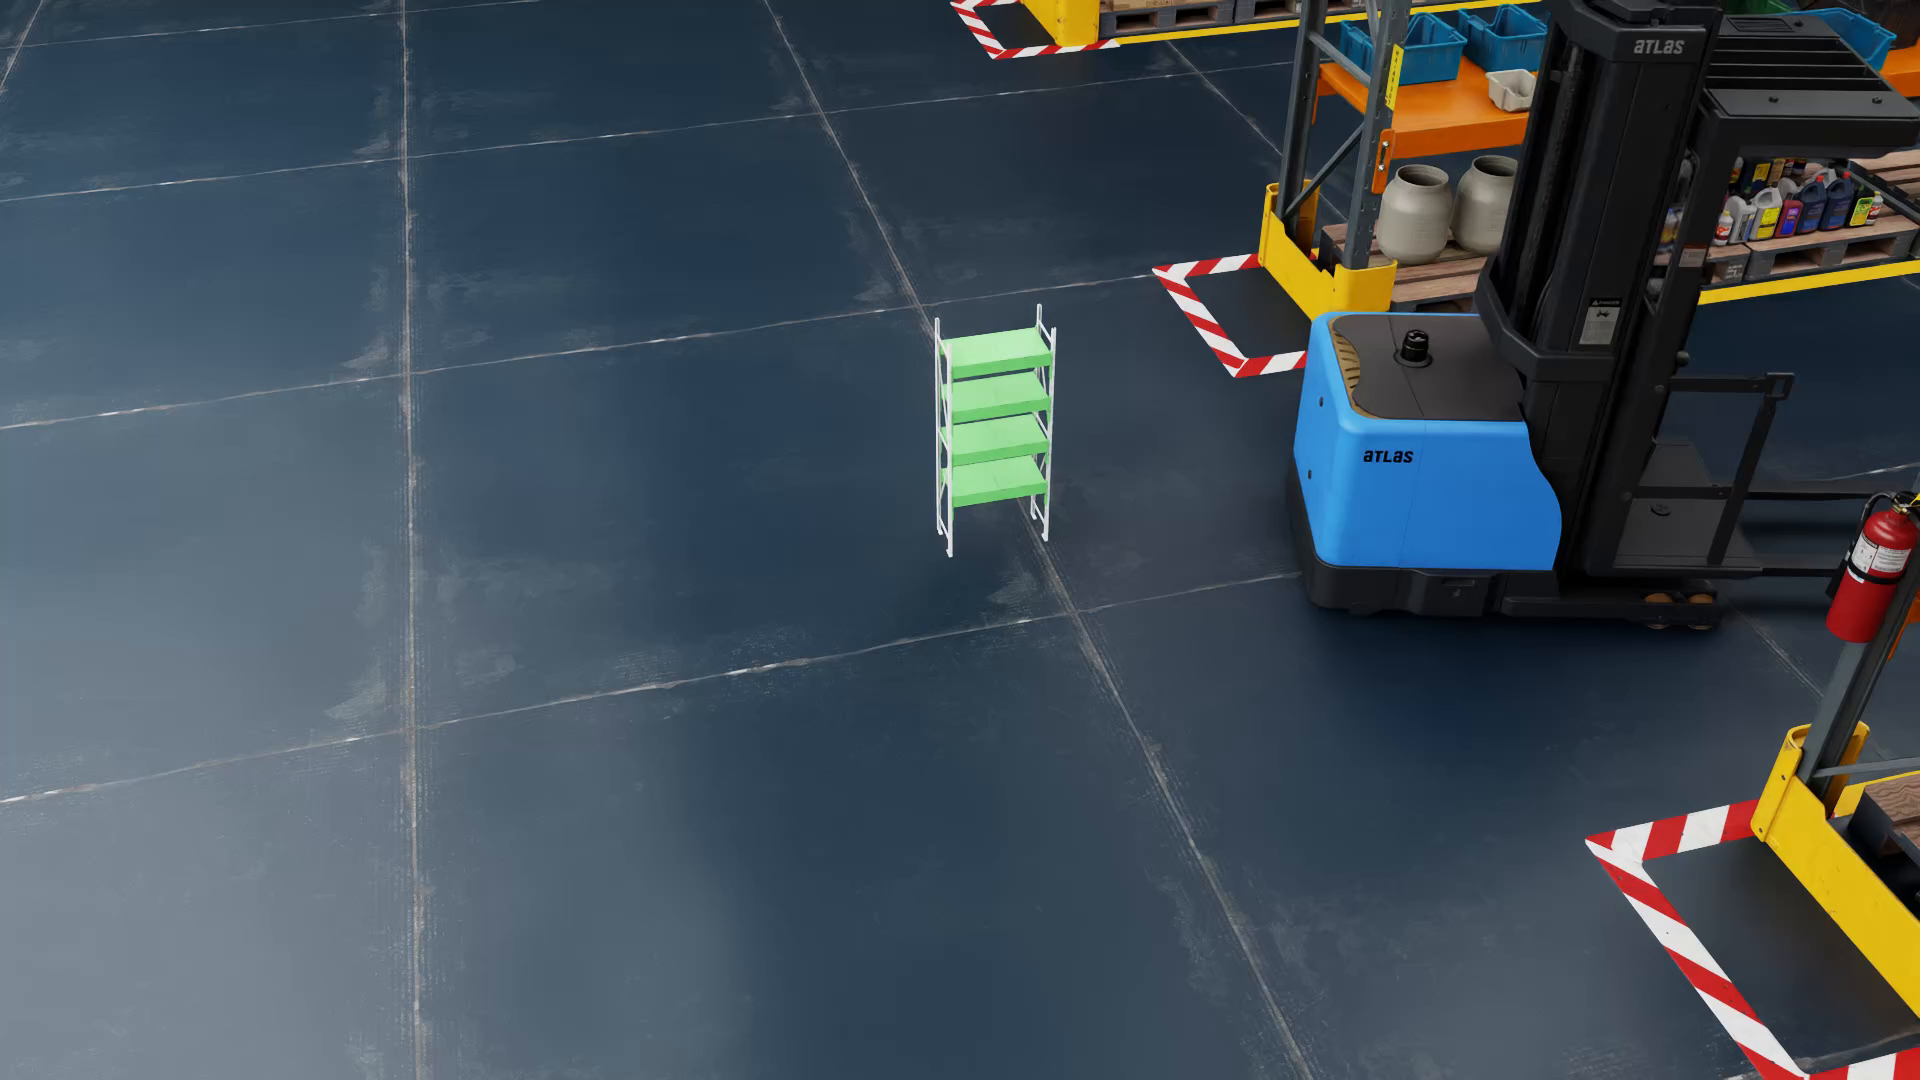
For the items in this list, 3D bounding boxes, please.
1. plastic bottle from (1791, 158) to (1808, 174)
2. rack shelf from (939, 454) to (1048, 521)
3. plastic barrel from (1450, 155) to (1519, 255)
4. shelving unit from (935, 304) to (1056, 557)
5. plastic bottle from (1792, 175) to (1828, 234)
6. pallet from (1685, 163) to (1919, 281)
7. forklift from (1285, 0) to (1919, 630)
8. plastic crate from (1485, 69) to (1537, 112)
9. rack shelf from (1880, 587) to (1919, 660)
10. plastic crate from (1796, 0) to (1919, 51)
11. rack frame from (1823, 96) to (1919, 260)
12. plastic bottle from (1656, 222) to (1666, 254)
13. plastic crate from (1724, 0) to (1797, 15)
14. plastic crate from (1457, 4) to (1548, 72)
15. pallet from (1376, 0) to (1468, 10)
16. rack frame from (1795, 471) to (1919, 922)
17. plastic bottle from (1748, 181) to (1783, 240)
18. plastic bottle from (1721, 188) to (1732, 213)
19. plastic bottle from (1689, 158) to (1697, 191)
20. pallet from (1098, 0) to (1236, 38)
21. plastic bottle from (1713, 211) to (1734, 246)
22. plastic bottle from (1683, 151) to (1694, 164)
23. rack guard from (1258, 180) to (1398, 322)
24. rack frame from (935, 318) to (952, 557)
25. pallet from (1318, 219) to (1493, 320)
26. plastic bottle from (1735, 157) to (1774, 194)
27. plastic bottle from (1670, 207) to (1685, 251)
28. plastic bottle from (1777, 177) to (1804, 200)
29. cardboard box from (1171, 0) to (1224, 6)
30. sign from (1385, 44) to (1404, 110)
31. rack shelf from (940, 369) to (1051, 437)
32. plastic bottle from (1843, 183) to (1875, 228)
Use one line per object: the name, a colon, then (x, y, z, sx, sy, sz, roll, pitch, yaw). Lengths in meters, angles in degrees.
plastic bottle: (5.570, -2.565, 10.997, 0.097, 0.271, 0.097, 0, 37, 0)
rack shelf: (0.160, -0.261, 8.084, 0.480, 0.148, 0.258, -9, 38, -12)
plastic barrel: (3.230, -2.040, 10.130, 0.421, 0.512, 0.421, 0, 37, 0)
shelving unit: (0.160, -0.503, 7.899, 0.503, 1.200, 0.258, -9, 38, -12)
plastic bottle: (5.260, -2.088, 10.308, 0.185, 0.351, 0.144, -11, 39, -14)
pallet: (5.333, -2.077, 10.771, 1.213, 0.211, 1.003, -9, 38, -12)
forklift: (3.153, -1.081, 7.230, 3.031, 2.935, 1.130, 1, 37, 1)
plastic crate: (3.078, -2.482, 9.222, 0.250, 0.136, 0.298, -9, 38, -12)
rack shelf: (5.353, 0.241, 6.038, 4.000, 0.370, 1.077, -9, 38, -12)
plastic crate: (5.454, -3.234, 10.039, 0.504, 0.338, 0.767, -9, 38, -12)
rack frame: (5.992, -3.267, 10.031, 0.127, 3.000, 1.000, -9, 38, -12)
plastic bottle: (4.186, -1.859, 10.064, 0.133, 0.283, 0.061, -9, 38, -11)
plastic crate: (4.608, -3.133, 10.031, 0.662, 0.188, 0.450, -9, 38, -12)
plastic crate: (3.164, -2.928, 9.711, 0.408, 0.251, 0.499, -9, 38, -12)
pallet: (3.926, -4.964, 14.545, 1.213, 0.211, 1.003, -9, 38, -12)
rack frame: (3.422, 0.272, 5.405, 0.127, 3.000, 1.000, -9, 38, -12)
plastic bottle: (4.949, -2.037, 10.241, 0.185, 0.351, 0.144, -10, 38, -12)
plastic bottle: (4.762, -2.049, 10.313, 0.133, 0.283, 0.061, -9, 38, -12)
plastic bottle: (4.790, -2.398, 10.779, 0.097, 0.271, 0.097, 0, 37, 0)
pallet: (1.570, -4.578, 14.039, 1.213, 0.211, 1.003, -9, 38, -12)
plastic bottle: (4.684, -1.919, 10.211, 0.097, 0.201, 0.097, 0, 37, 0)
plastic bottle: (4.752, -2.447, 10.833, 0.133, 0.283, 0.061, -8, 38, -10)
rack guard: (2.192, -1.680, 10.014, 0.348, 0.500, 1.175, -9, 38, -12)
rack frame: (-0.076, -0.464, 7.849, 0.015, 1.200, 0.240, -9, 38, -12)
pallet: (2.977, -1.691, 10.266, 1.213, 0.211, 1.003, -9, 38, -12)
plastic bottle: (5.142, -2.420, 10.743, 0.185, 0.351, 0.144, -9, 38, -12)
plastic bottle: (4.390, -1.899, 10.126, 0.097, 0.271, 0.097, 0, 37, 0)
plastic bottle: (5.198, -2.141, 10.439, 0.135, 0.276, 0.152, -9, 38, -12)
cardboard box: (1.900, -4.650, 13.757, 0.500, 0.250, 0.500, -9, 38, -12)
sign: (2.270, -2.420, 8.696, 0.005, 0.325, 0.100, -9, 38, -12)
rack shelf: (0.160, -0.643, 7.792, 0.480, 0.148, 0.258, -9, 38, -12)
plastic bottle: (5.614, -2.093, 10.370, 0.133, 0.283, 0.061, -7, 38, -10)
